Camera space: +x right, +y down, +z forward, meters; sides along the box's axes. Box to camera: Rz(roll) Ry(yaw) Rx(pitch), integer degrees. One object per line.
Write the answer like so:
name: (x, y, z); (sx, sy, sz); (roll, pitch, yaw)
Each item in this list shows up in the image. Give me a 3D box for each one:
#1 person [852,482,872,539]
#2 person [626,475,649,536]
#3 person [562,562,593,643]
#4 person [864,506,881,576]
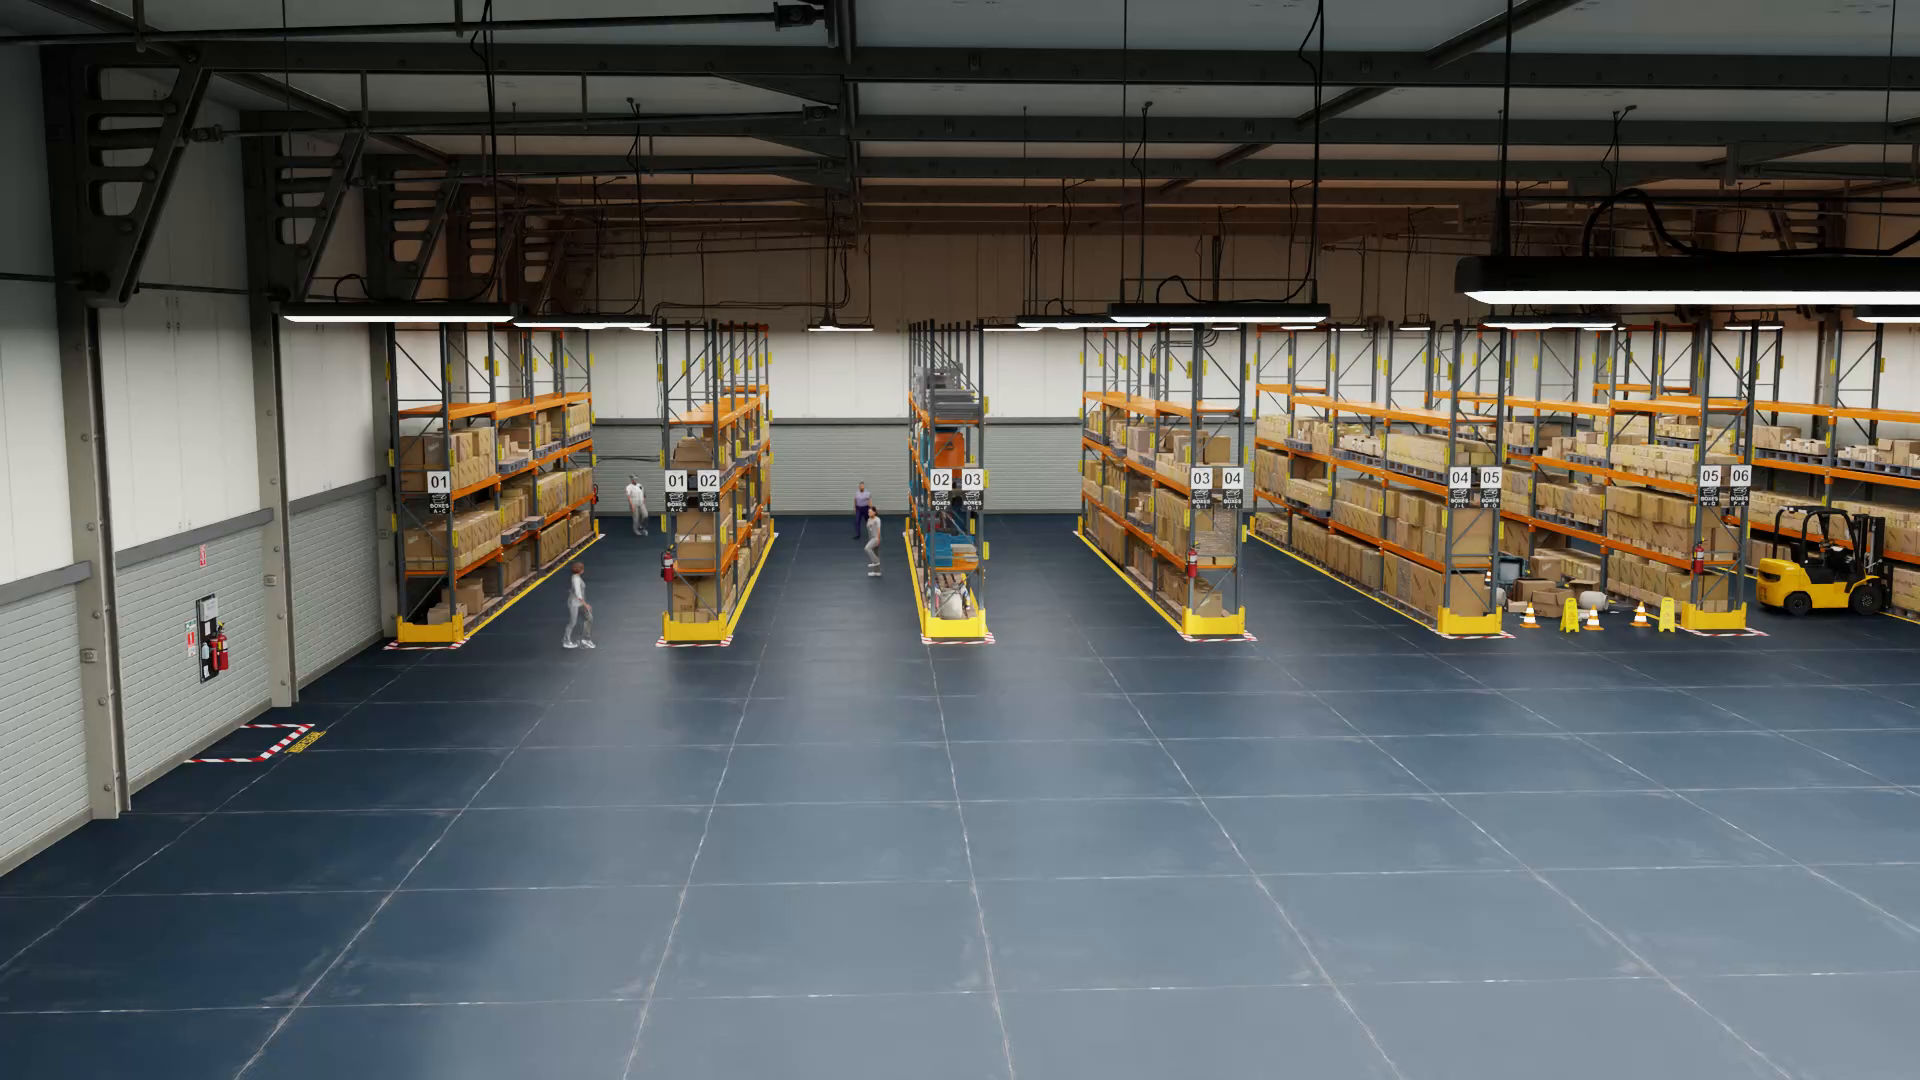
person: (-2.755, -0.837, 46.733); (0.603, 1.599, 0.990); (2, 7, 17)
person: (-9.148, -0.978, 47.252); (0.629, 1.757, 0.475); (-6, 9, -40)
person: (-6.983, 1.195, 30.265); (0.580, 1.391, 0.405); (1, 7, 5)
person: (-2.105, 0.038, 39.313); (0.562, 1.665, 0.480); (-5, 9, -37)
